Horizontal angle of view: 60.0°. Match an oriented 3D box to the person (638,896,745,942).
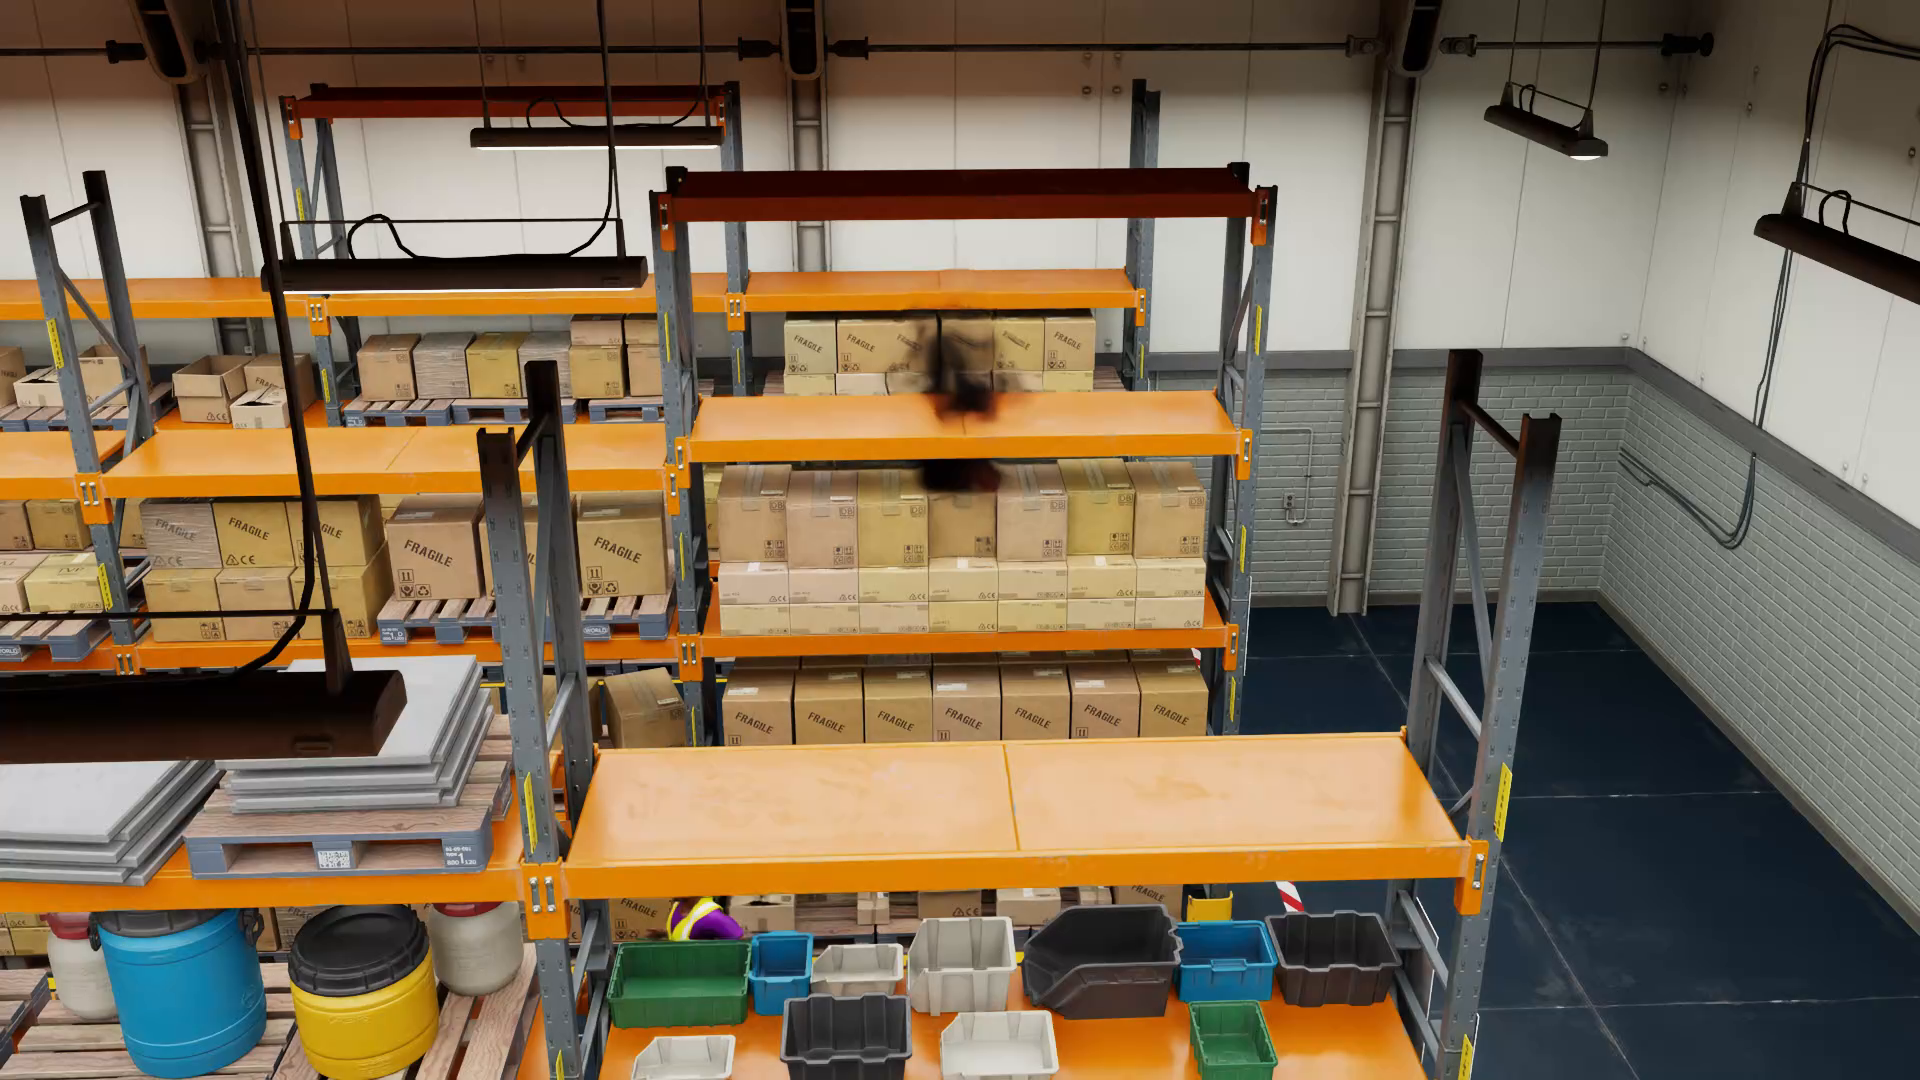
[{"bbox_3d":[-1.731,2.921,11.057,0.752,1.855,0.677,-6,23,-14],"label":"person"}]
